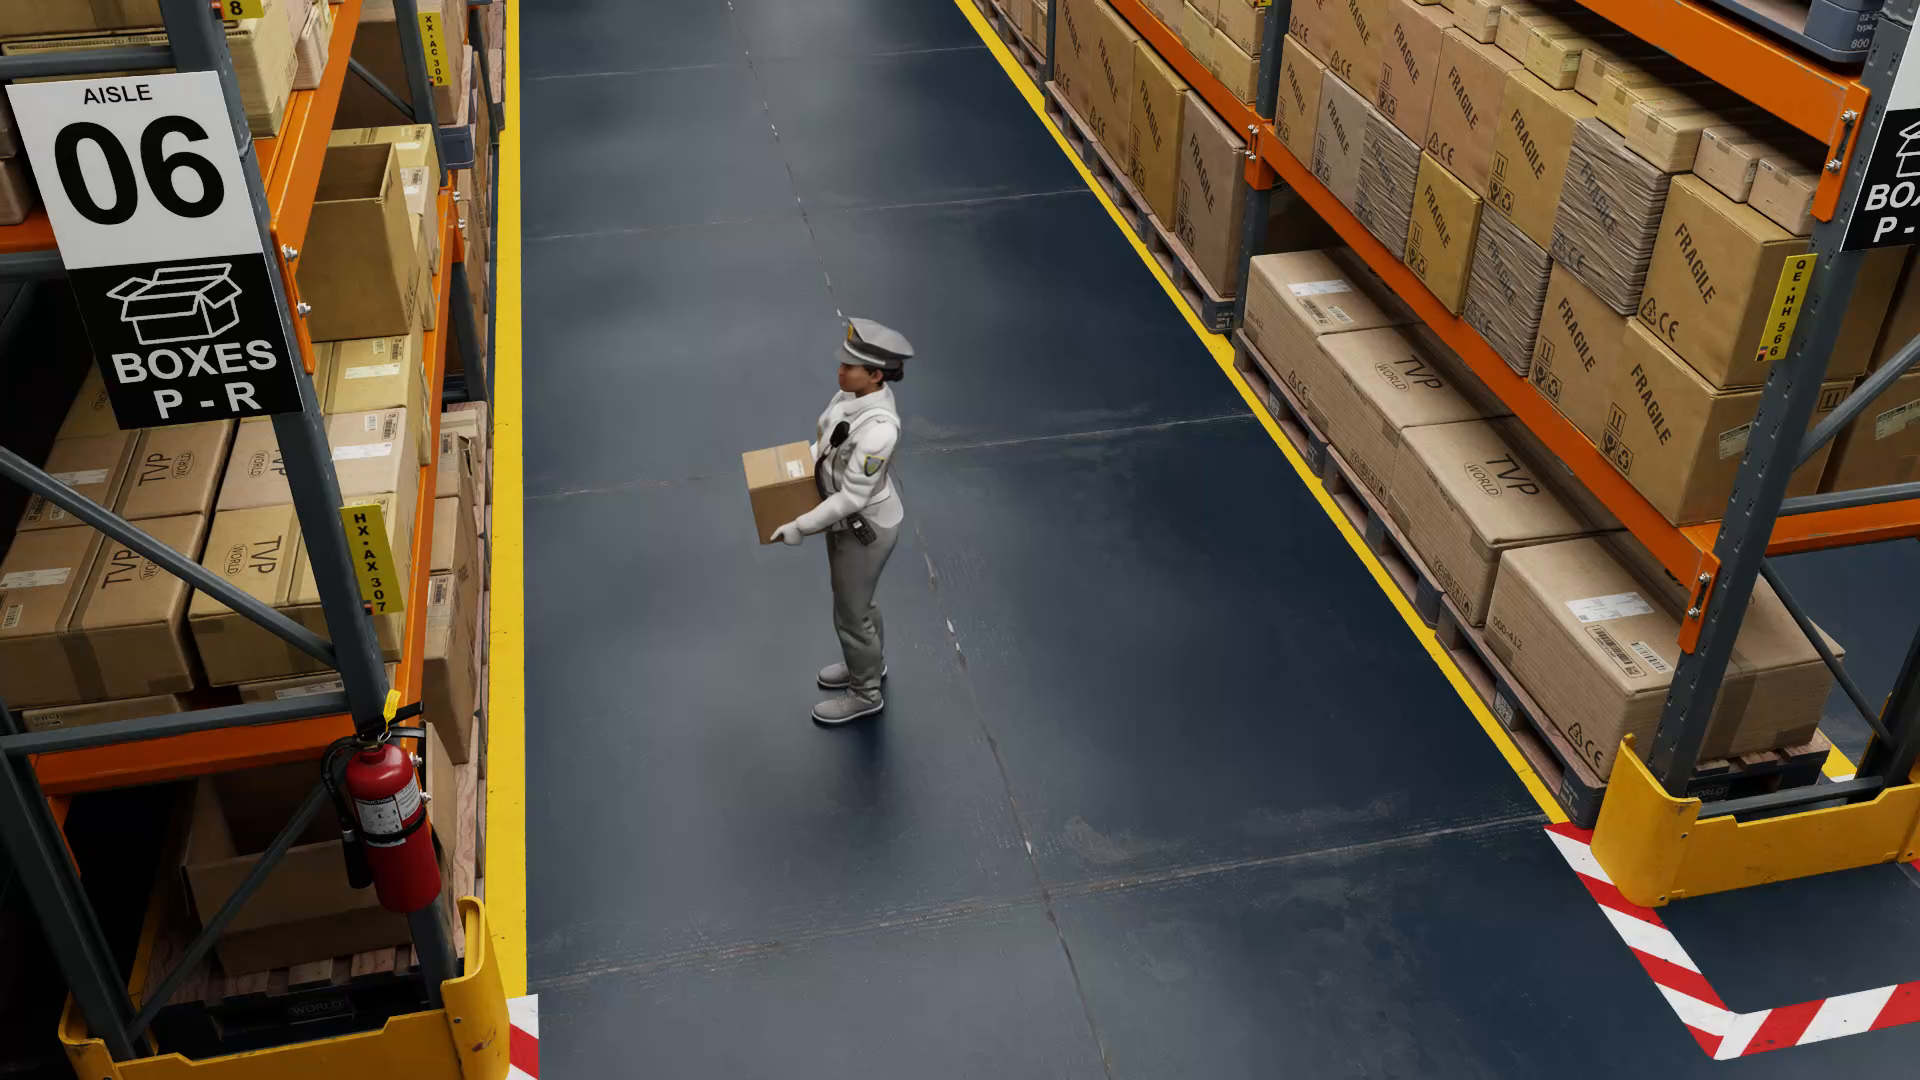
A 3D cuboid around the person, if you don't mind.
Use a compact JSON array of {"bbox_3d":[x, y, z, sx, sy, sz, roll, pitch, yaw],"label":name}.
[{"bbox_3d":[-0.442,-0.060,6.209,0.556,1.686,0.459,-7,35,-10],"label":"person"}]
